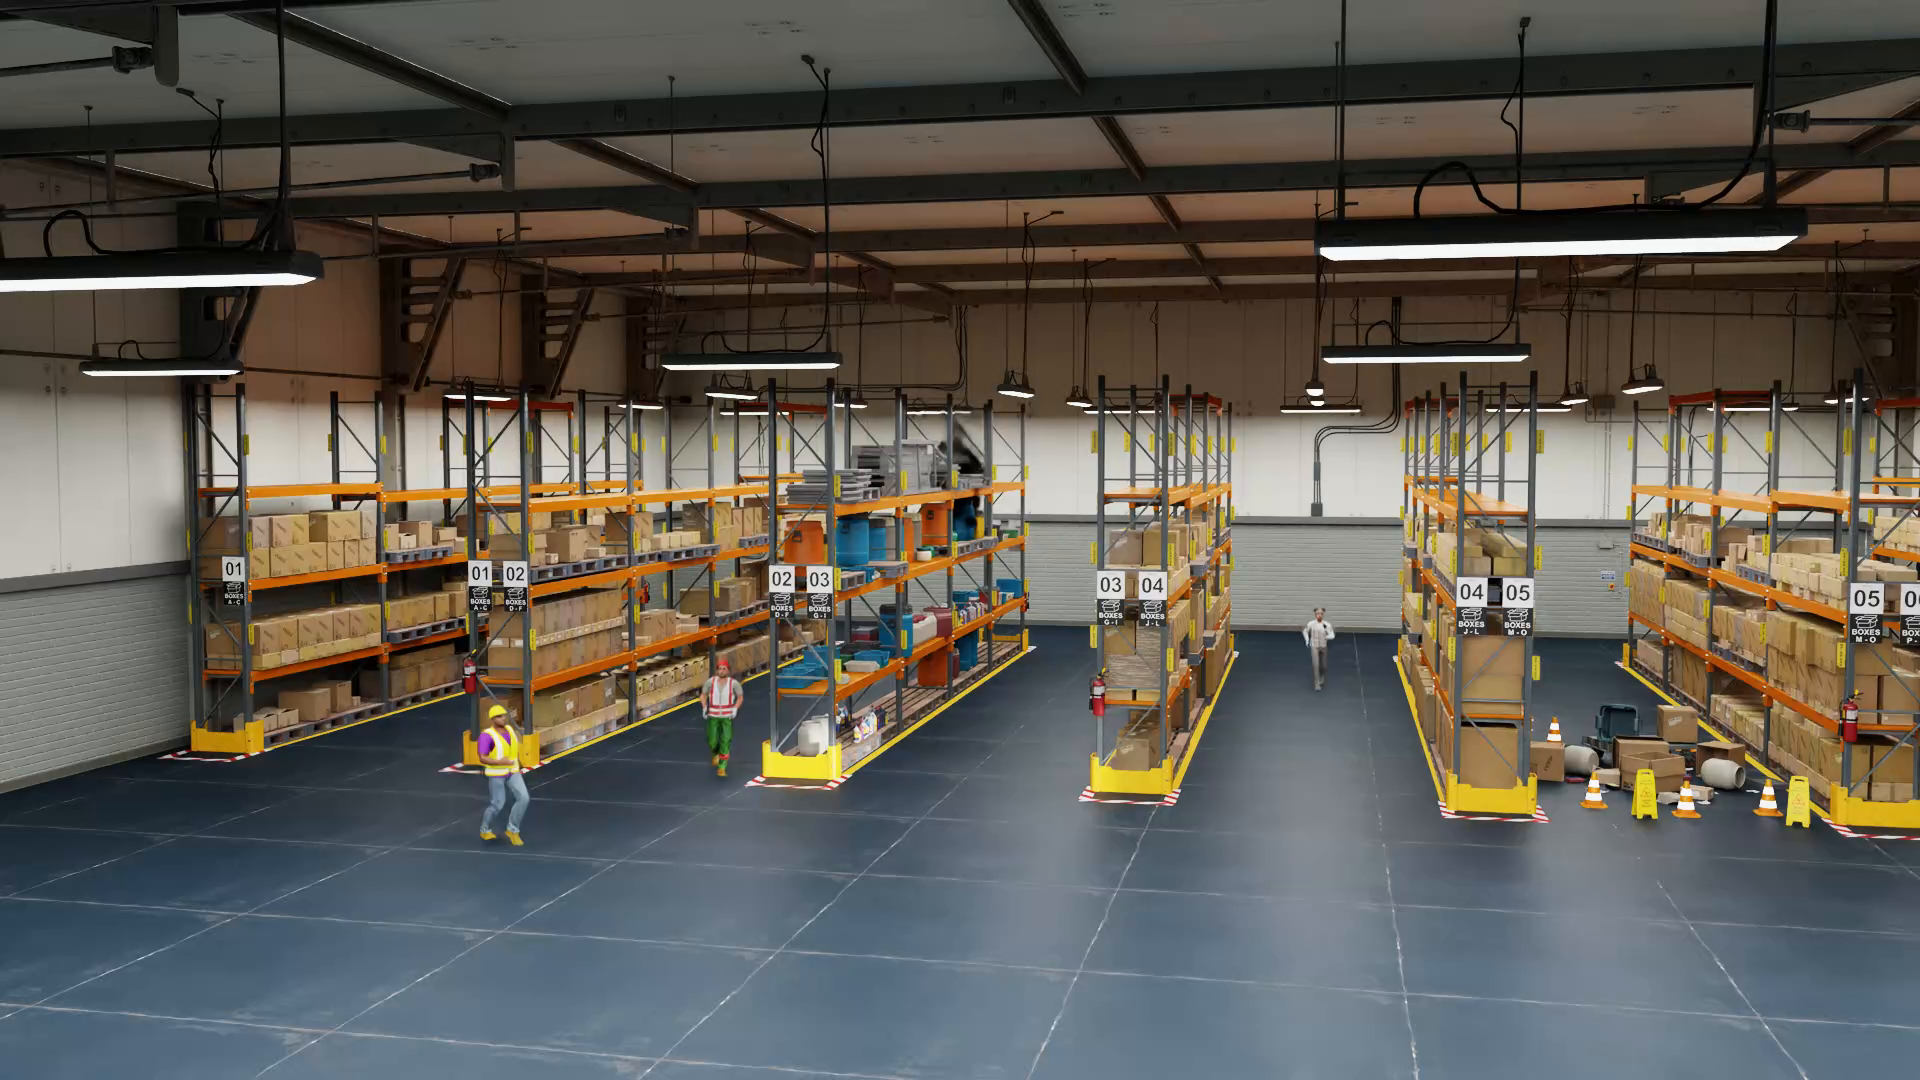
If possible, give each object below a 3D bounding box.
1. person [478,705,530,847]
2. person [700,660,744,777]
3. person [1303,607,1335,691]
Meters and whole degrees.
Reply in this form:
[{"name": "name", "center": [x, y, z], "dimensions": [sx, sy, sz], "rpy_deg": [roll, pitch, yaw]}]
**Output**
[{"name": "person", "center": [-5.718, 2.953, 20.819], "dimensions": [0.734, 1.790, 0.707], "rpy_deg": [3, 4, 37]}, {"name": "person", "center": [-3.624, 2.692, 25.311], "dimensions": [0.663, 1.769, 0.610], "rpy_deg": [0, 3, -3]}, {"name": "person", "center": [7.348, 2.202, 34.041], "dimensions": [0.621, 1.670, 0.887], "rpy_deg": [0, 3, 7]}]
